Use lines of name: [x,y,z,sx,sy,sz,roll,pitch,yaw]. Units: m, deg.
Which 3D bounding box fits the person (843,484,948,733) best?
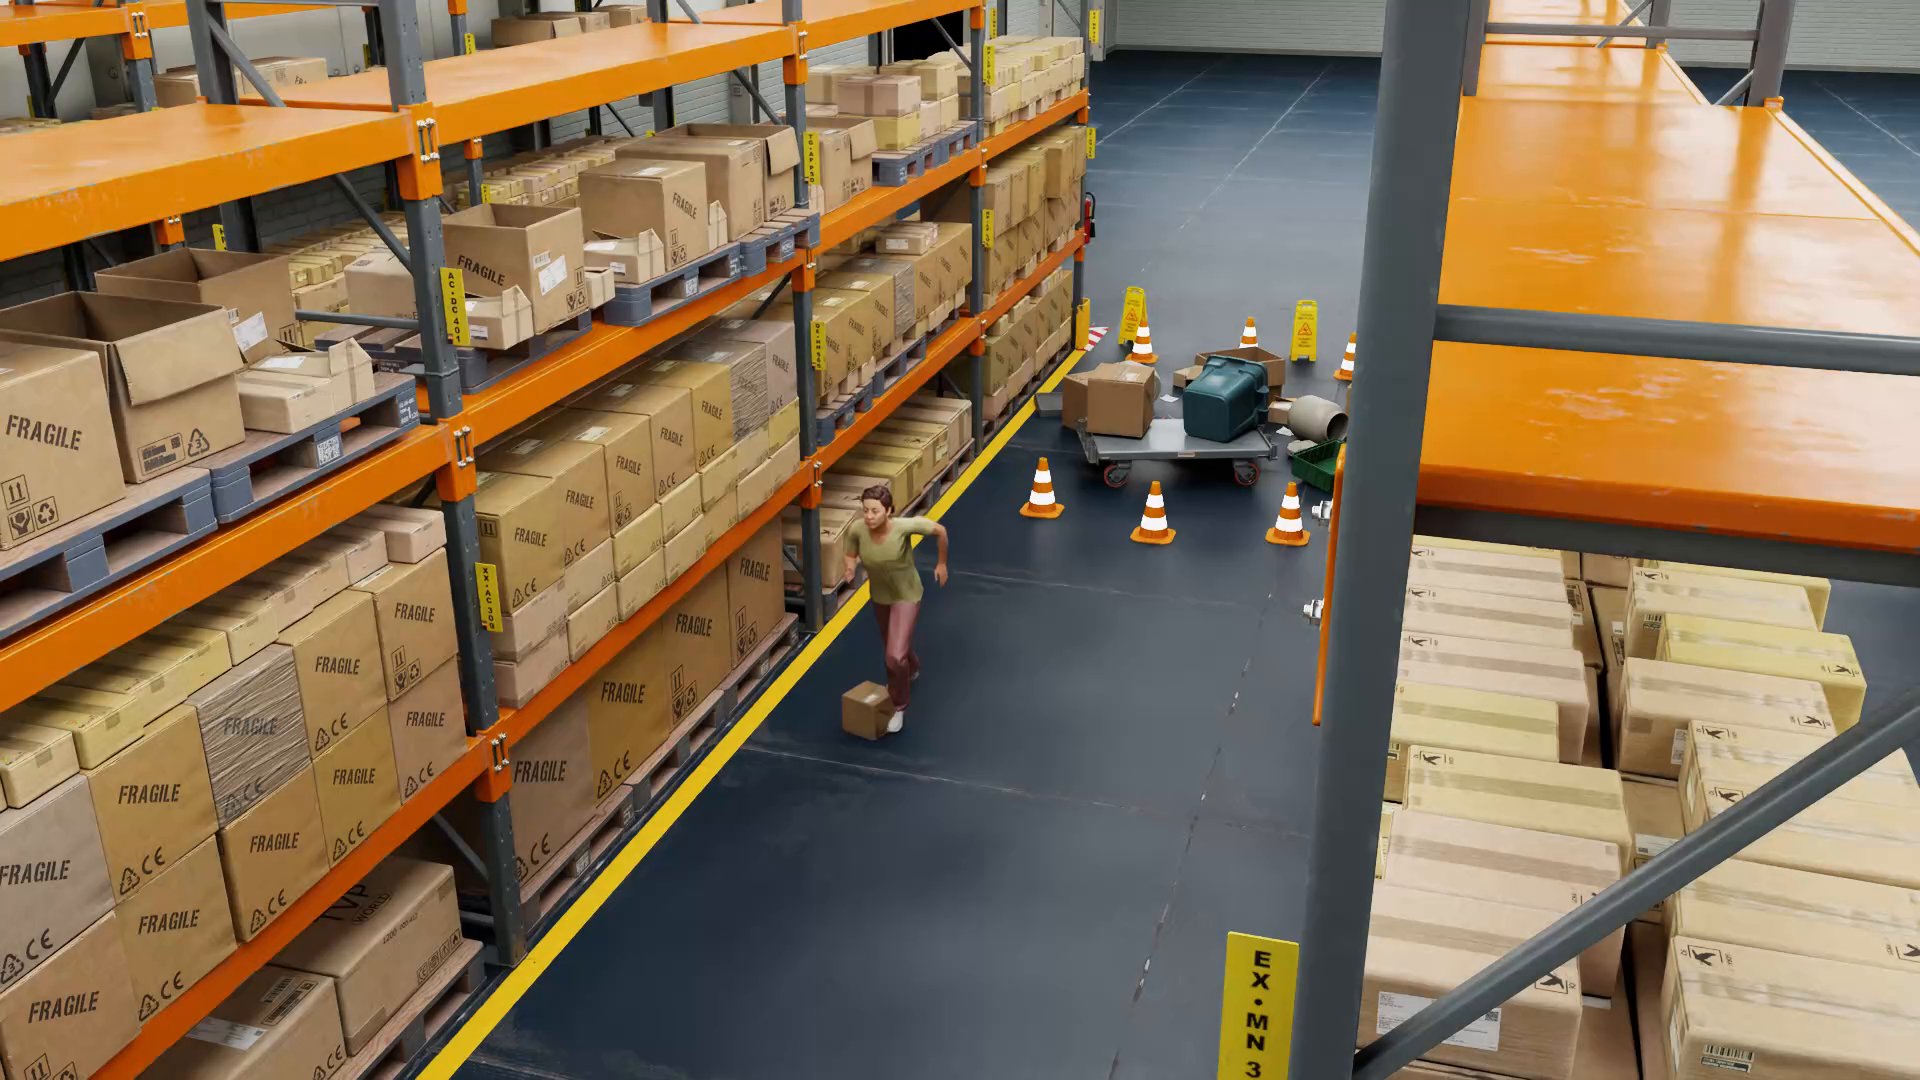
person: [-0.399,0.356,10.299,0.572,1.588,0.901,12,25,28]
